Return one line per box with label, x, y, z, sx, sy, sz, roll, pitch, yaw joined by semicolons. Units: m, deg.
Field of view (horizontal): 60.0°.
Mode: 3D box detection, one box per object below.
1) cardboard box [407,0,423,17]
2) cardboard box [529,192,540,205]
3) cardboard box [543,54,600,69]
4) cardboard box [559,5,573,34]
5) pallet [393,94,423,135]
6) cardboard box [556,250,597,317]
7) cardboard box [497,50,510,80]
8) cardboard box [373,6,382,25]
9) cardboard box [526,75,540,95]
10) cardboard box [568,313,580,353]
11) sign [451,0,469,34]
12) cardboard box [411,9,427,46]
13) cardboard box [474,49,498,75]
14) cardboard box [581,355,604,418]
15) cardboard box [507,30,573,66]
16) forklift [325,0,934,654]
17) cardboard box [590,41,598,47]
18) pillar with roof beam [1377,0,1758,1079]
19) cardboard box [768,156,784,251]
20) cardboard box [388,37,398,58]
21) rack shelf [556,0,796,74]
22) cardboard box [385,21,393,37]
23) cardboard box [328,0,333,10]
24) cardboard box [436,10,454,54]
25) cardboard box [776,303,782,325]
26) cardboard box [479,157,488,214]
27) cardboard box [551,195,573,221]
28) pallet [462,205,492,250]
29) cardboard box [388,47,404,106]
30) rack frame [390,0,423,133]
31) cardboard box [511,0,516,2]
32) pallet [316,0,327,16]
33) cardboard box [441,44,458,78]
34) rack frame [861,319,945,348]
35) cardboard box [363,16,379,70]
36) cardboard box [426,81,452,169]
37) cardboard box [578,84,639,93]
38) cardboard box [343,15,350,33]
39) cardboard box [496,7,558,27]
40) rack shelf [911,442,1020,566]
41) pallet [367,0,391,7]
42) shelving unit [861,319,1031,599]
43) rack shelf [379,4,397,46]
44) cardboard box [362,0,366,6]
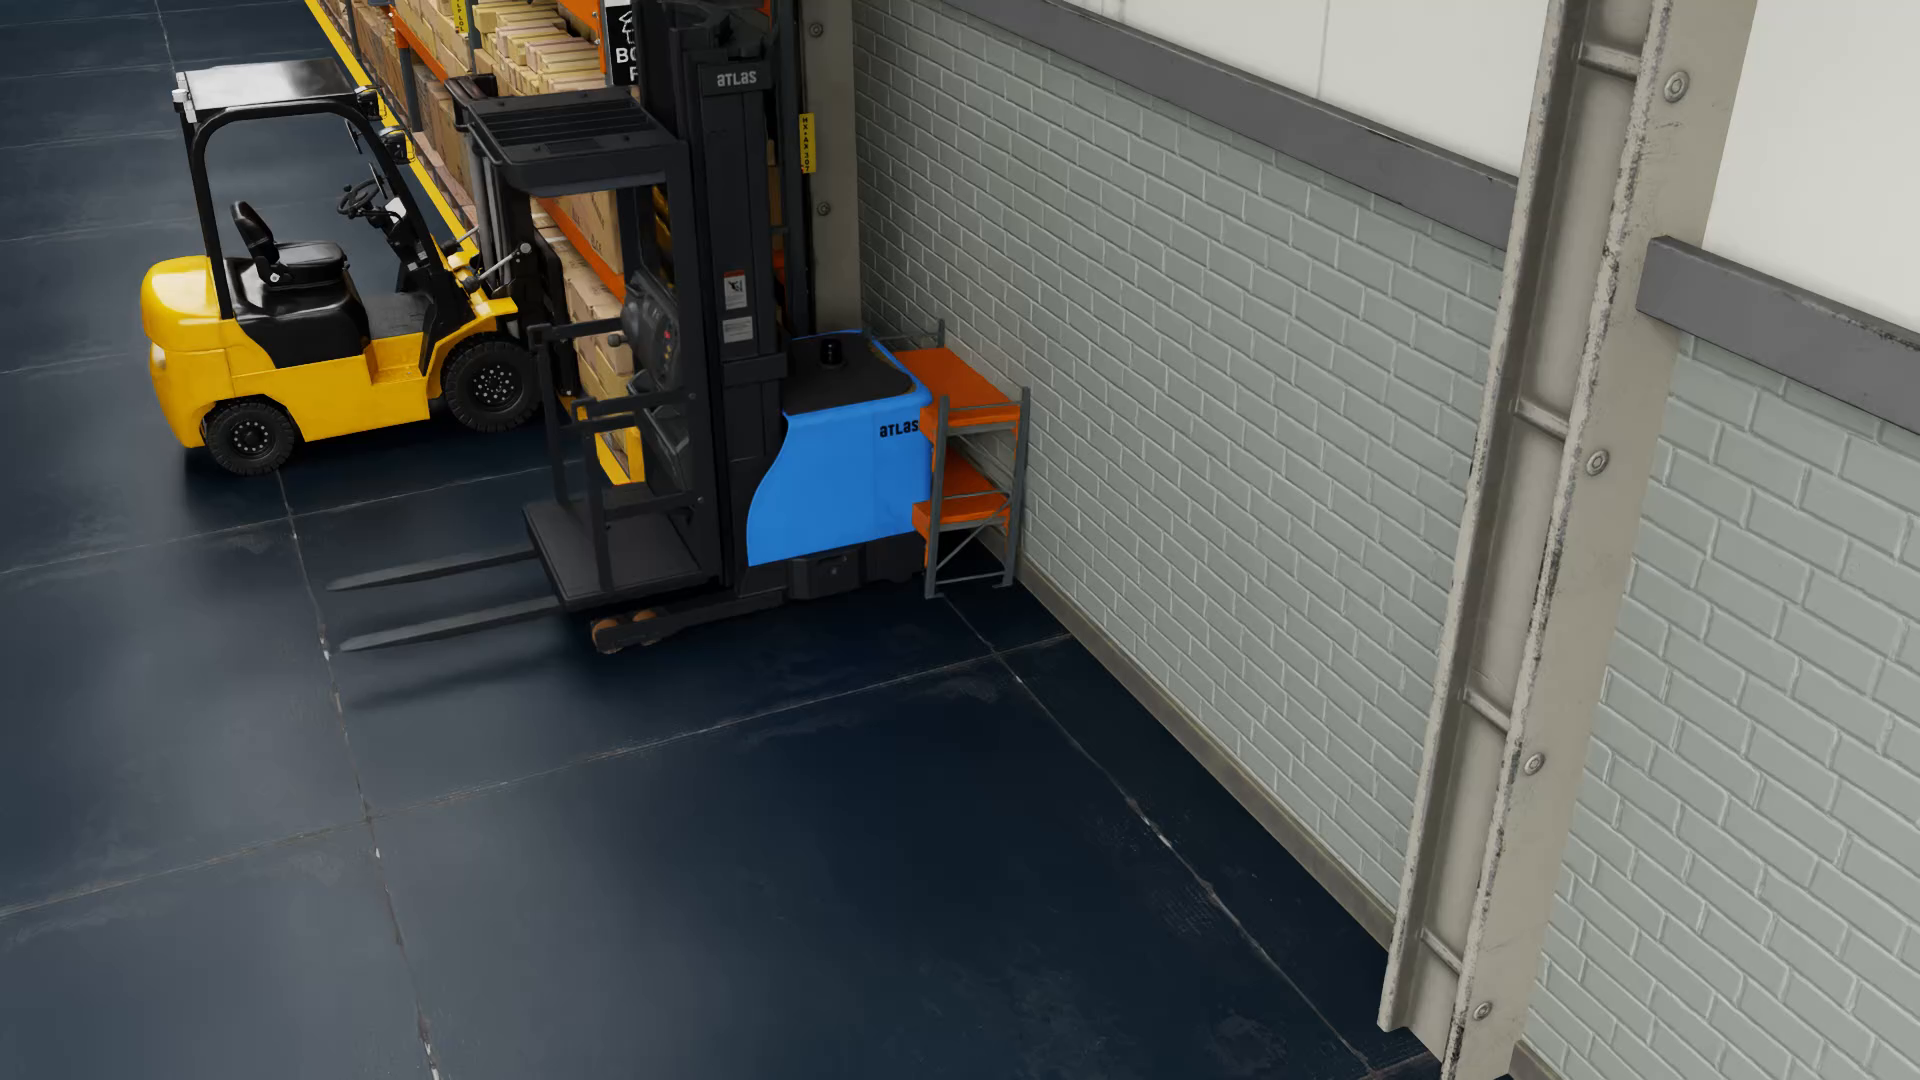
cardboard box;-4.385;-4.622;14.067;0.500;0.250;0.500;-14;32;-23
cardboard box;-2.925;-2.318;11.677;0.500;0.250;0.500;-13;32;-22
cardboard box;-2.350;-2.885;10.259;0.380;0.149;0.250;-13;32;-21
cardboard box;-2.579;-3.665;11.649;0.380;0.149;0.250;-14;32;-23
pallet;-5.063;-4.294;16.692;1.003;0.211;1.213;-13;32;-22
cardboard box;-2.272;-1.642;10.471;0.500;0.250;0.500;-13;32;-21
cardboard box;-2.872;-3.188;11.104;0.380;0.149;0.250;-12;32;-21
cardboard box;-5.963;-5.538;17.522;0.380;0.149;0.250;-12;31;-20
cardboard box;-2.515;-2.849;10.499;0.380;0.149;0.250;-14;32;-23
cardboard box;-2.280;-1.438;10.618;0.500;0.250;0.500;-14;32;-23
sign;-3.546;-3.758;11.782;0.100;0.325;0.005;-13;32;-22
cardboard box;-4.368;-4.411;14.202;0.500;0.250;0.500;-14;32;-24
cardboard box;-3.105;-3.199;11.785;0.500;0.500;0.500;-14;32;-23
cardboard box;-2.034;-0.986;10.323;0.500;0.250;0.500;-13;32;-22
cardboard box;-2.726;-3.207;10.833;0.380;0.149;0.250;-14;32;-23
forklift;-1.685;-1.010;8.055;3.031;2.935;1.130;-12;32;-21
cardboard box;-2.299;-3.316;11.331;0.380;0.149;0.250;-13;32;-22
pillar with roof beam;-2.140;-1.198;2.186;9.100;9.000;0.400;-13;32;-22
cardboard box;-1.304;-1.960;9.576;0.500;0.500;0.500;-12;31;-20
cardboard box;-5.363;-4.828;16.256;0.380;0.149;0.250;-15;33;-25
rack shelf;-2.201;-3.517;10.124;1.077;0.370;4.000;-13;32;-22
cardboard box;-5.616;-5.189;16.901;0.380;0.149;0.250;-14;32;-23
cardboard box;-7.566;-6.869;20.559;0.500;0.500;0.500;-12;32;-21
cardboard box;-3.729;-3.947;12.865;0.500;0.250;0.500;-14;32;-23
cardboard box;-1.378;-1.311;9.881;0.500;0.250;0.500;-14;32;-23
cardboard box;-3.294;-2.781;13.142;0.875;0.625;0.625;-12;31;-20
cardboard box;-2.226;-2.302;10.186;0.500;0.500;0.500;-14;32;-23
pallet;-3.411;-2.507;13.505;1.003;0.211;1.213;-13;32;-22
cardboard box;-5.358;-4.631;16.567;0.500;0.500;0.500;-14;32;-23
rack frame;-4.777;-5.173;15.408;1.000;3.000;0.127;-13;32;-22
cardboard box;-3.591;-4.066;12.669;0.380;0.149;0.250;-13;32;-22
pallet;-7.836;-7.105;21.705;1.003;0.211;1.213;-13;32;-22
cardboard box;-3.733;-3.729;12.987;0.500;0.250;0.500;-13;32;-22
rack frame;-0.339;-0.679;9.281;0.500;1.125;0.032;-8;30;-24
cardboard box;-6.042;-5.317;17.792;0.500;0.500;0.500;-14;32;-23
cardboard box;-4.234;-3.755;14.878;0.875;0.625;0.625;-12;31;-20
cardboard box;-1.997;-2.547;9.656;0.380;0.149;0.250;-13;32;-22
cardboard box;-6.998;-6.064;19.482;0.380;0.149;0.250;-14;32;-23
cardboard box;-2.981;-3.566;11.473;0.380;0.149;0.250;-13;32;-21
rack shelf;-0.144;-0.239;8.988;0.538;0.278;1.000;-8;30;-24
pallet;-5.131;-5.374;15.963;1.213;0.211;1.003;-13;32;-22
shelving unit;-0.125;-0.456;8.877;0.538;1.125;1.048;-8;30;-24
rack shelf;-5.635;-5.742;17.159;1.077;0.370;4.000;-13;32;-22
cardboard box;-6.392;-5.995;18.338;0.380;0.149;0.250;-14;32;-23
